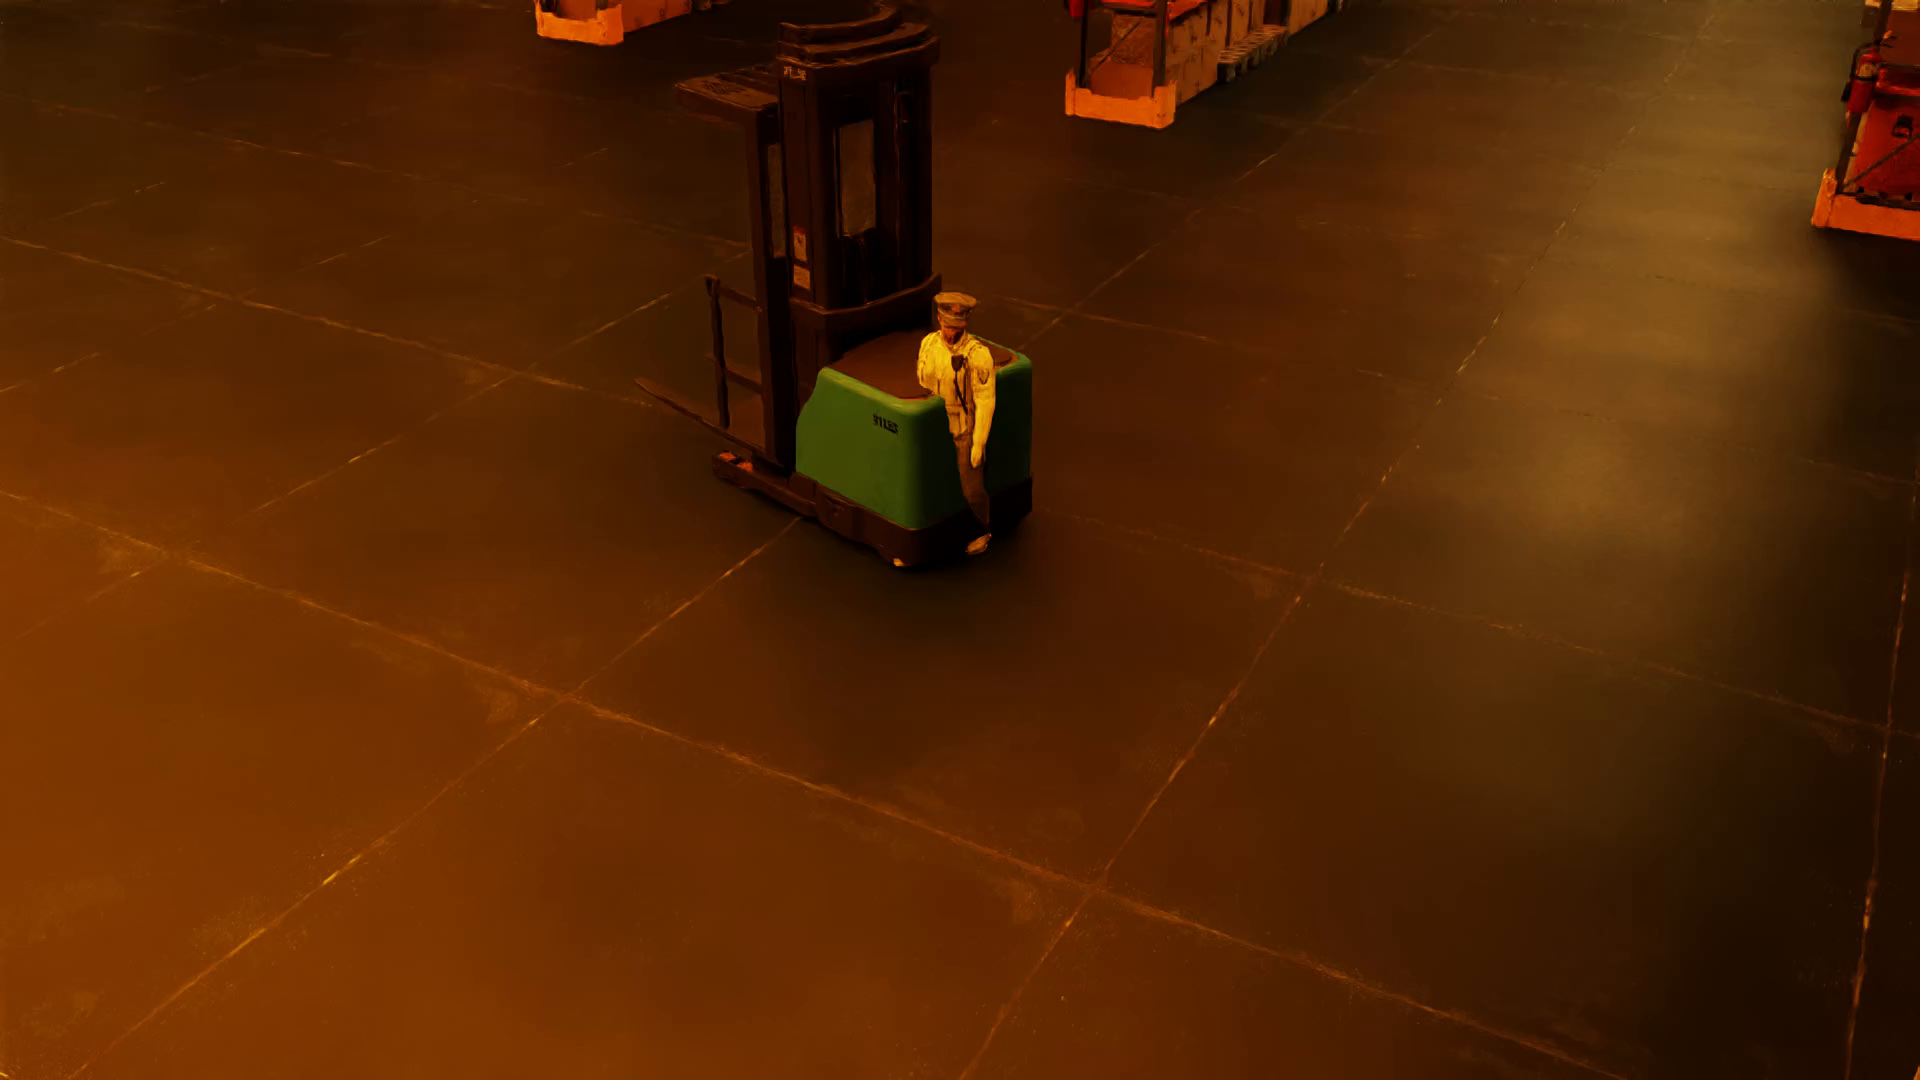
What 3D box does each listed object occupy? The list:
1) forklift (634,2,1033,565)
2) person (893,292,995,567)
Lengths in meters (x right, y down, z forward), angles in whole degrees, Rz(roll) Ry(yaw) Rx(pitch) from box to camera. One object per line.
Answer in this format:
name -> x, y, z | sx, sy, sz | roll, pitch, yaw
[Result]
forklift -> -0.952, -1.761, 10.121 | 1.130, 2.935, 3.031 | -26, 39, -37
person -> -0.066, -0.615, 9.446 | 0.596, 1.630, 0.655 | 14, 33, 22
